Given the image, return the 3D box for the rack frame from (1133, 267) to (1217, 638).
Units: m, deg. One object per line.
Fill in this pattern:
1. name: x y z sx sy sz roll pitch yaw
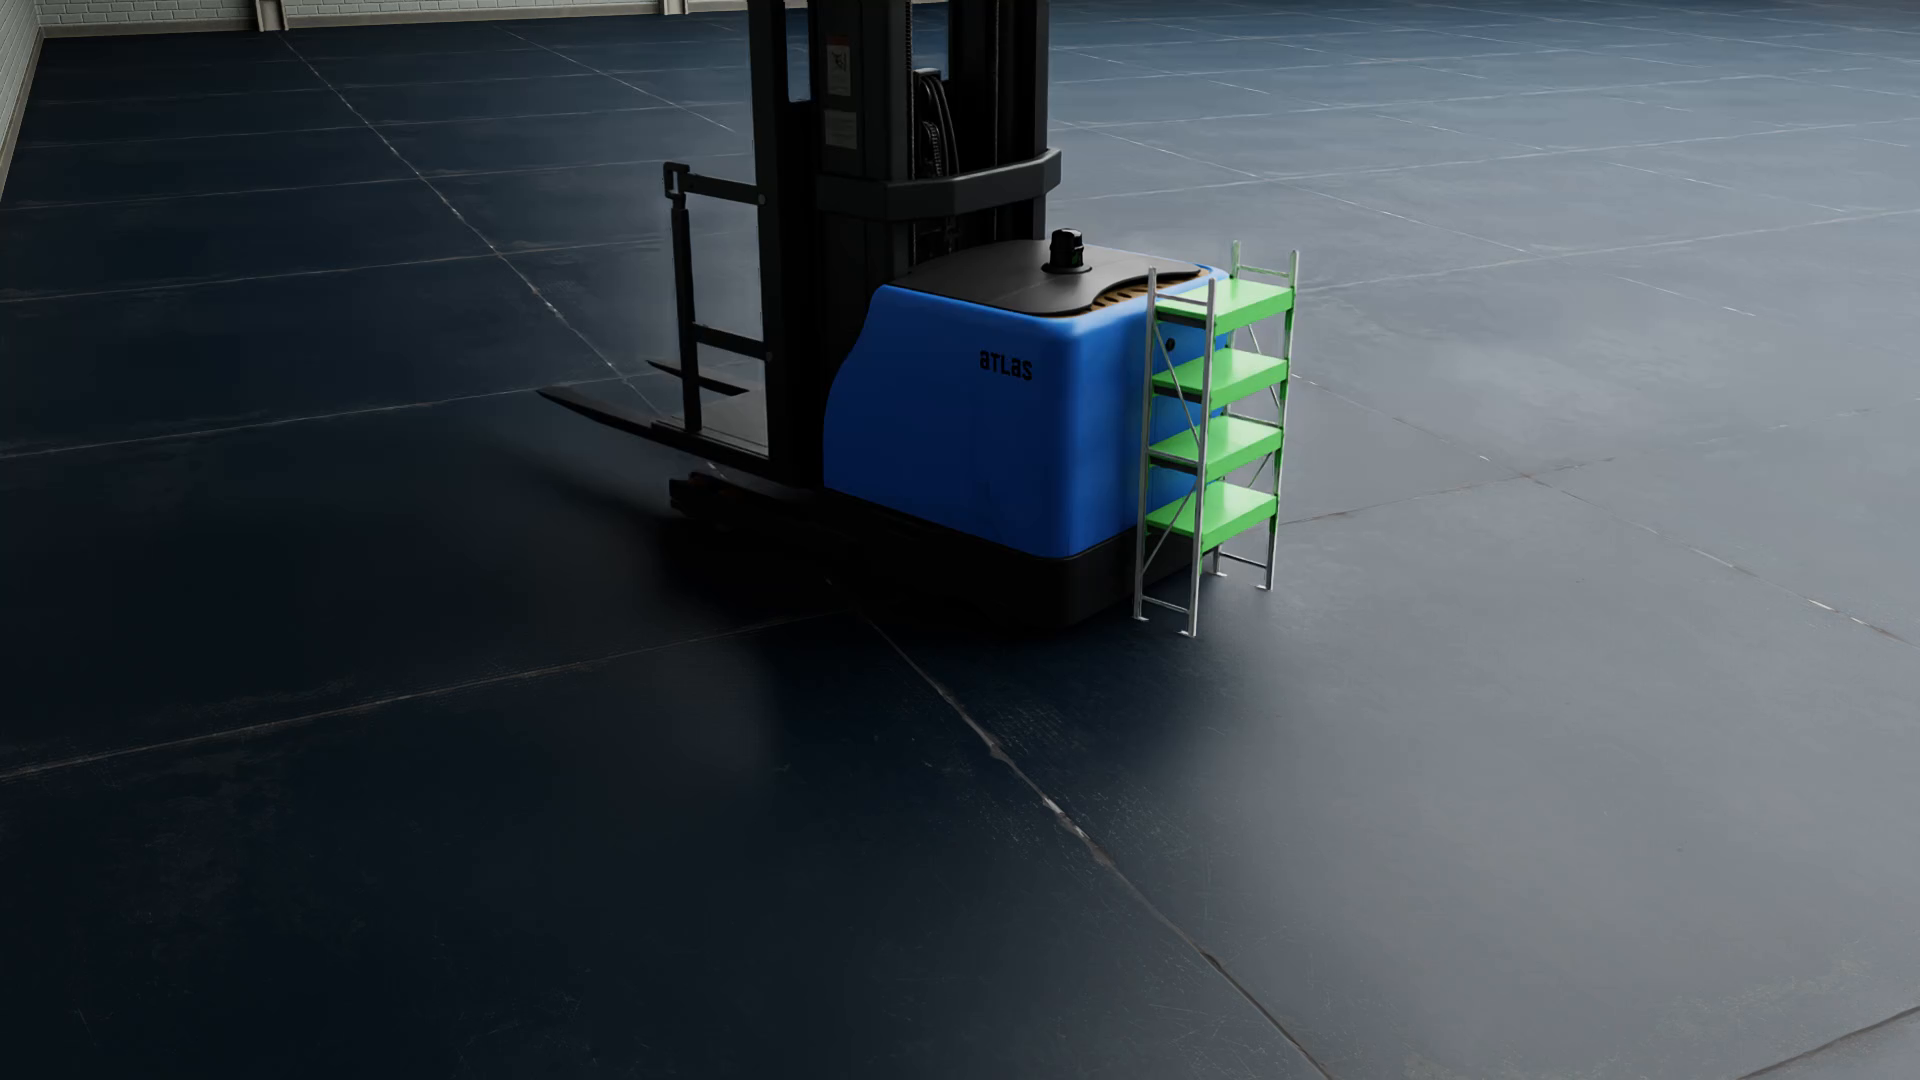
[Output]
1. rack frame: 0.681 -0.263 5.317 0.240 1.200 0.015 18 29 37

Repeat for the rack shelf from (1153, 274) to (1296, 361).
1. rack shelf: 0.840 -0.718 5.329 0.258 0.148 0.480 18 29 37

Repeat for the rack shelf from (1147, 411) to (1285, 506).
1. rack shelf: 0.840 -0.275 5.512 0.258 0.148 0.480 18 29 37

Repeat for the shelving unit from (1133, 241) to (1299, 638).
1. shelving unit: 0.840 -0.334 5.488 0.258 1.200 0.503 18 29 37

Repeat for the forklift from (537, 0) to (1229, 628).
1. forklift: -0.487 -1.517 6.083 3.031 2.935 1.130 18 29 37

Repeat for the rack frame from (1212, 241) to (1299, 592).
1. rack frame: 0.999 -0.405 5.659 0.240 1.200 0.015 18 29 37

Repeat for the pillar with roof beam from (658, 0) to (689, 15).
1. pillar with roof beam: -2.704 -11.081 21.254 0.400 9.000 9.100 -10 25 -24

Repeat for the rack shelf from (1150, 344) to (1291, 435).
1. rack shelf: 0.840 -0.497 5.421 0.258 0.148 0.480 18 29 37

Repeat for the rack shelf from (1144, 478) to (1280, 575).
1. rack shelf: 0.840 -0.053 5.604 0.258 0.148 0.480 18 29 37

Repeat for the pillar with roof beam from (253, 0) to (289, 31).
1. pillar with roof beam: -8.111 -10.086 18.850 0.400 9.000 9.100 -10 25 -24
